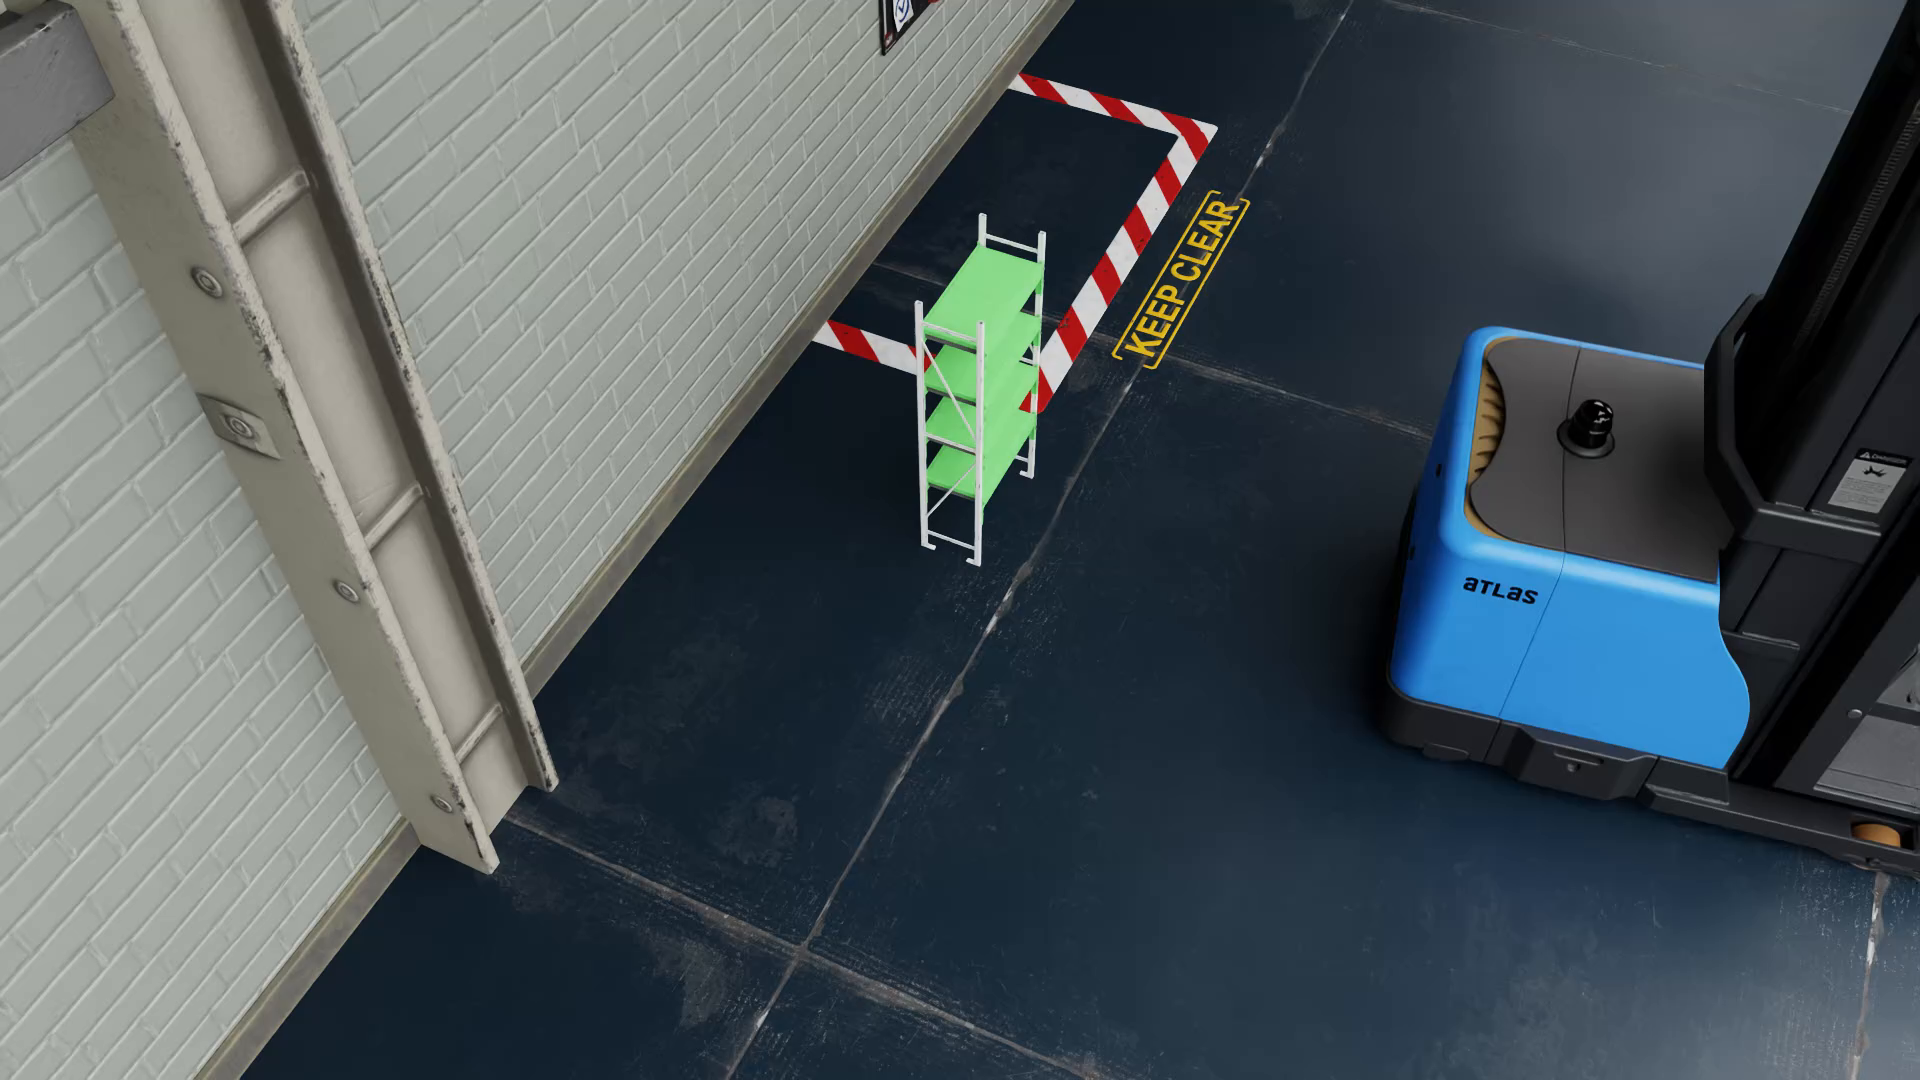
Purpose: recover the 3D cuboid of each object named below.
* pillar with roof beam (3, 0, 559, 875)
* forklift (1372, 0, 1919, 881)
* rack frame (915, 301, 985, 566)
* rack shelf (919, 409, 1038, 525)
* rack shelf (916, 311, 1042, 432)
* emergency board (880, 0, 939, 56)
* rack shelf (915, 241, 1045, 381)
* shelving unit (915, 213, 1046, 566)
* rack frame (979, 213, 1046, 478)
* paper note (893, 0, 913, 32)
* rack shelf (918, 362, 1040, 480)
[{"bbox_3d":[2.331,-0.626,0.874,9.100,9.000,0.400,20,52,16],"label":"pillar with roof beam"},{"bbox_3d":[2.975,-0.302,4.583,3.031,2.935,1.130,13,51,11],"label":"forklift"},{"bbox_3d":[-0.034,-0.335,5.747,0.240,1.200,0.015,20,52,16],"label":"rack frame"},{"bbox_3d":[0.071,-0.306,6.121,0.258,0.148,0.480,20,52,16],"label":"rack shelf"},{"bbox_3d":[0.071,-0.617,5.756,0.258,0.148,0.480,20,52,16],"label":"rack shelf"},{"bbox_3d":[-0.088,-2.525,6.429,0.194,1.169,0.643,20,52,16],"label":"emergency board"},{"bbox_3d":[0.071,-0.772,5.573,0.258,0.148,0.480,20,52,16],"label":"rack shelf"},{"bbox_3d":[0.071,-0.503,5.890,0.258,1.200,0.503,20,52,16],"label":"shelving unit"},{"bbox_3d":[0.175,-0.671,6.033,0.240,1.200,0.015,20,52,16],"label":"rack frame"},{"bbox_3d":[-0.227,-2.140,6.680,0.016,0.148,0.142,20,52,16],"label":"paper note"},{"bbox_3d":[0.071,-0.461,5.939,0.258,0.148,0.480,20,52,16],"label":"rack shelf"}]
